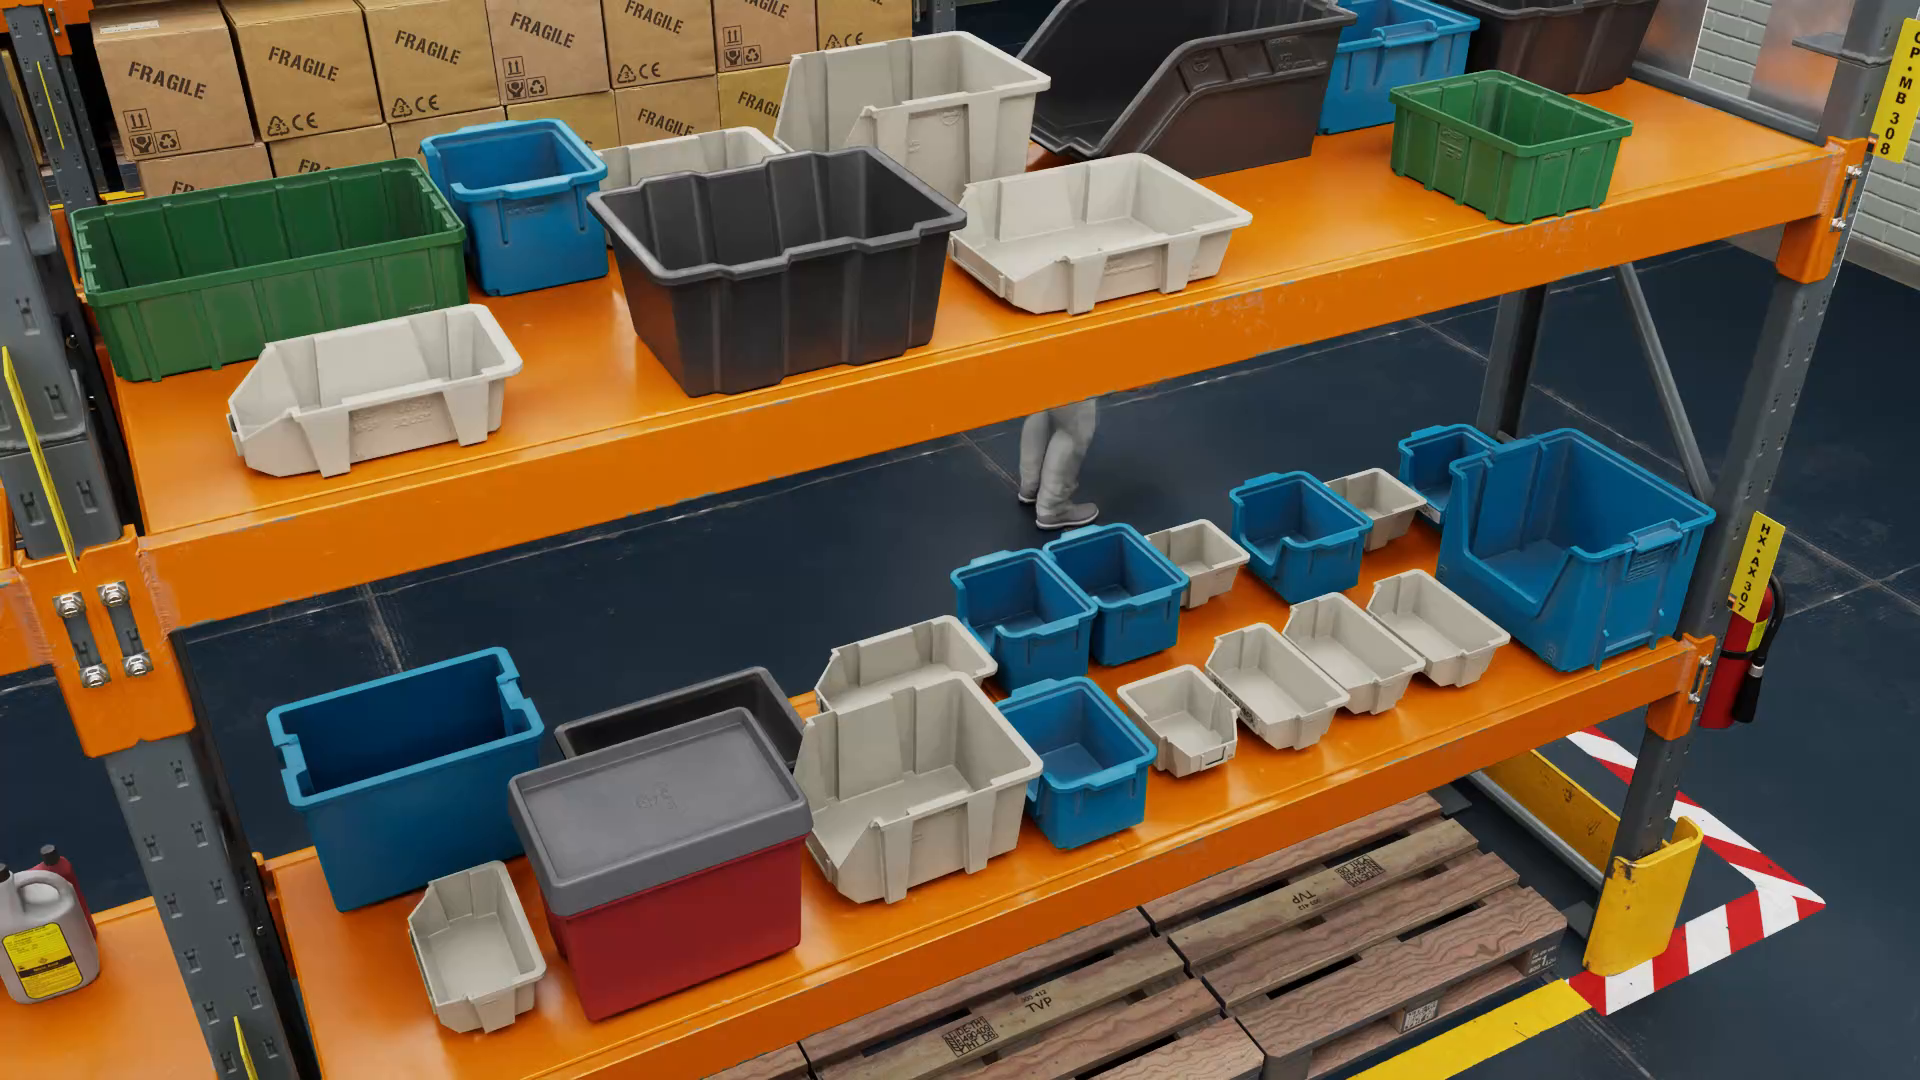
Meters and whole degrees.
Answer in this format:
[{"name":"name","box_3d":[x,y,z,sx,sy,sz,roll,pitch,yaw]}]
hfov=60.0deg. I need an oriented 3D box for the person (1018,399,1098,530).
[{"name":"person","box_3d":[0.492,-0.904,7.555,0.571,1.737,0.485,-17,36,-24]}]
